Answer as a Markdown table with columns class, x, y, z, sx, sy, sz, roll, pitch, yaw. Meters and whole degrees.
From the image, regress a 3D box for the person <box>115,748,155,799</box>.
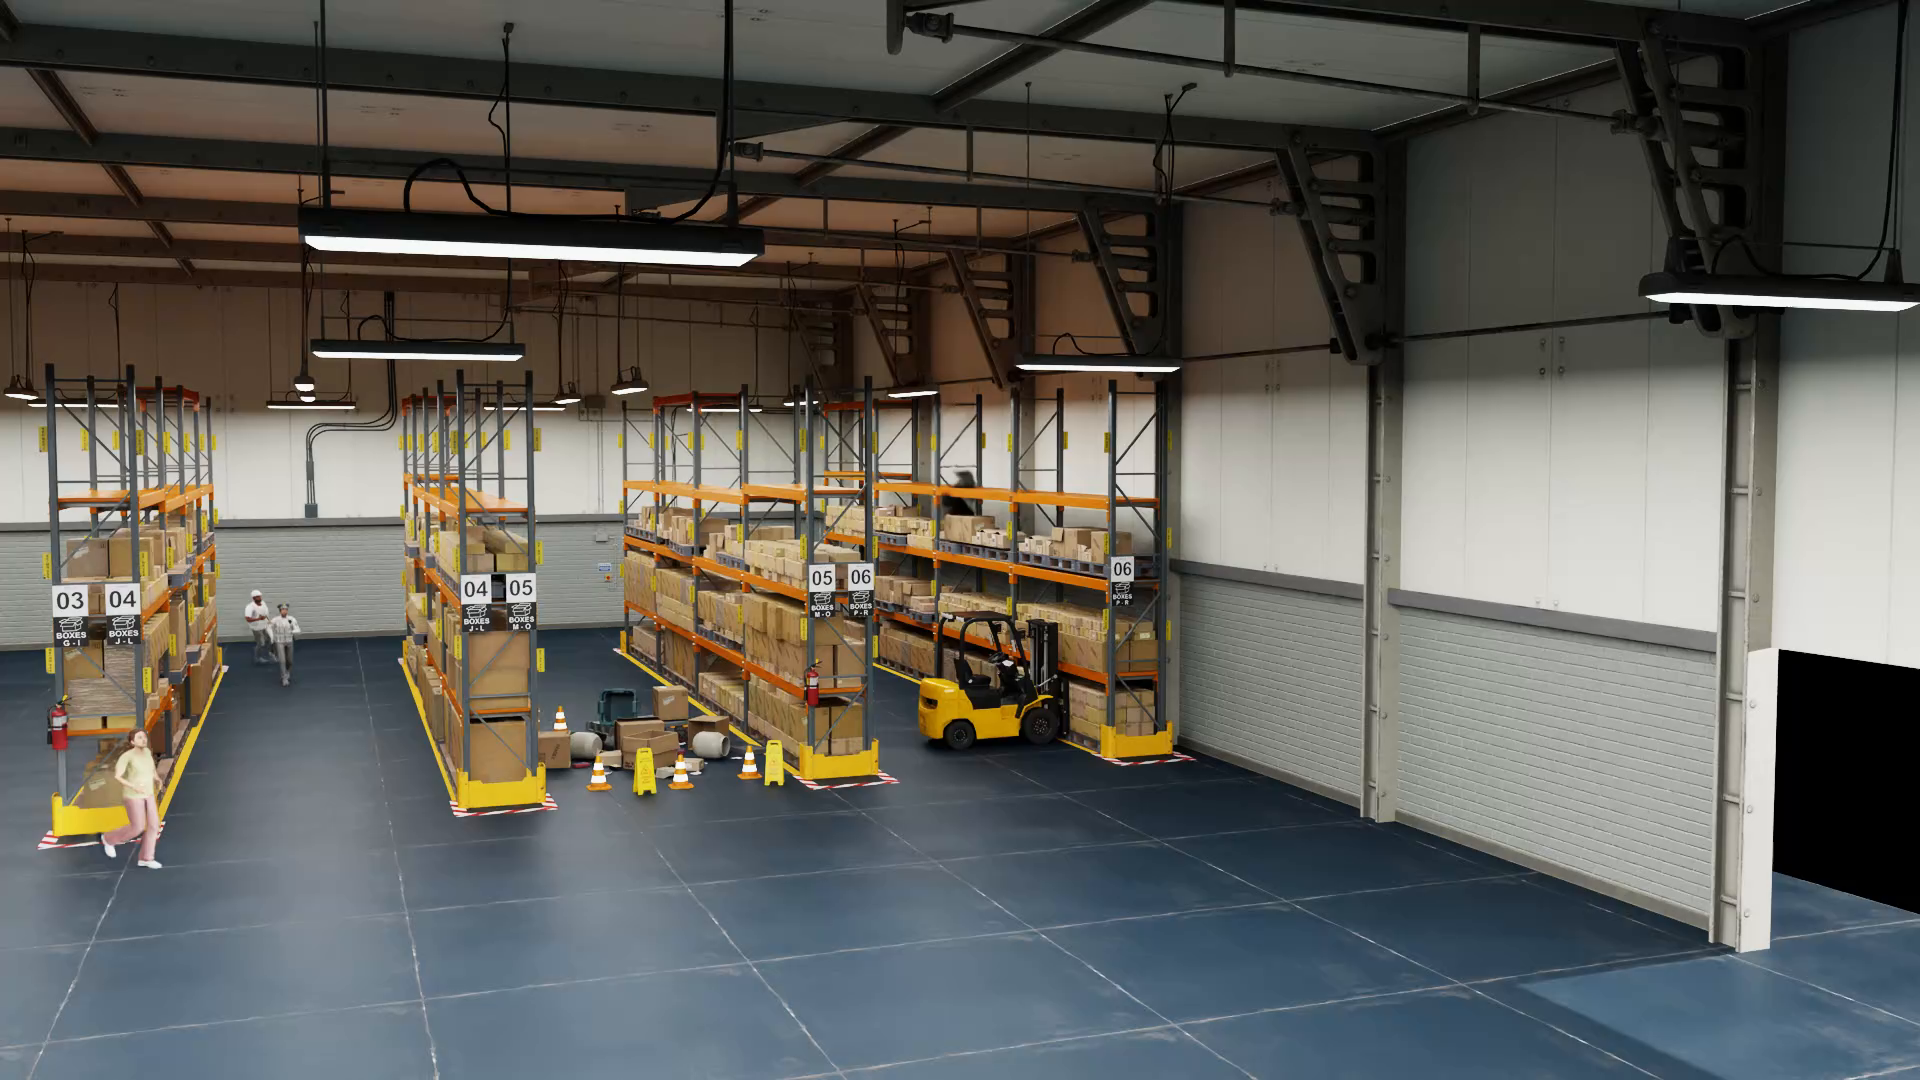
| class | x | y | z | sx | sy | sz | roll | pitch | yaw |
| --- | --- | --- | --- | --- | --- | --- | --- | --- | --- |
| person | -9.698 | 2.747 | 19.643 | 0.299 | 0.578 | 0.543 | 1 | 4 | 19 |

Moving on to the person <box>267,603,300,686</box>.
| class | x | y | z | sx | sy | sz | roll | pitch | yaw |
| --- | --- | --- | --- | --- | --- | --- | --- | --- | --- |
| person | -13.983 | 2.132 | 34.416 | 0.619 | 1.673 | 0.907 | -2 | 4 | -30 |

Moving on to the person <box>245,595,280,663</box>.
| class | x | y | z | sx | sy | sz | roll | pitch | yaw |
| --- | --- | --- | --- | --- | --- | --- | --- | --- | --- |
| person | -15.710 | 1.968 | 37.286 | 0.716 | 1.630 | 0.753 | 2 | 4 | 28 |
